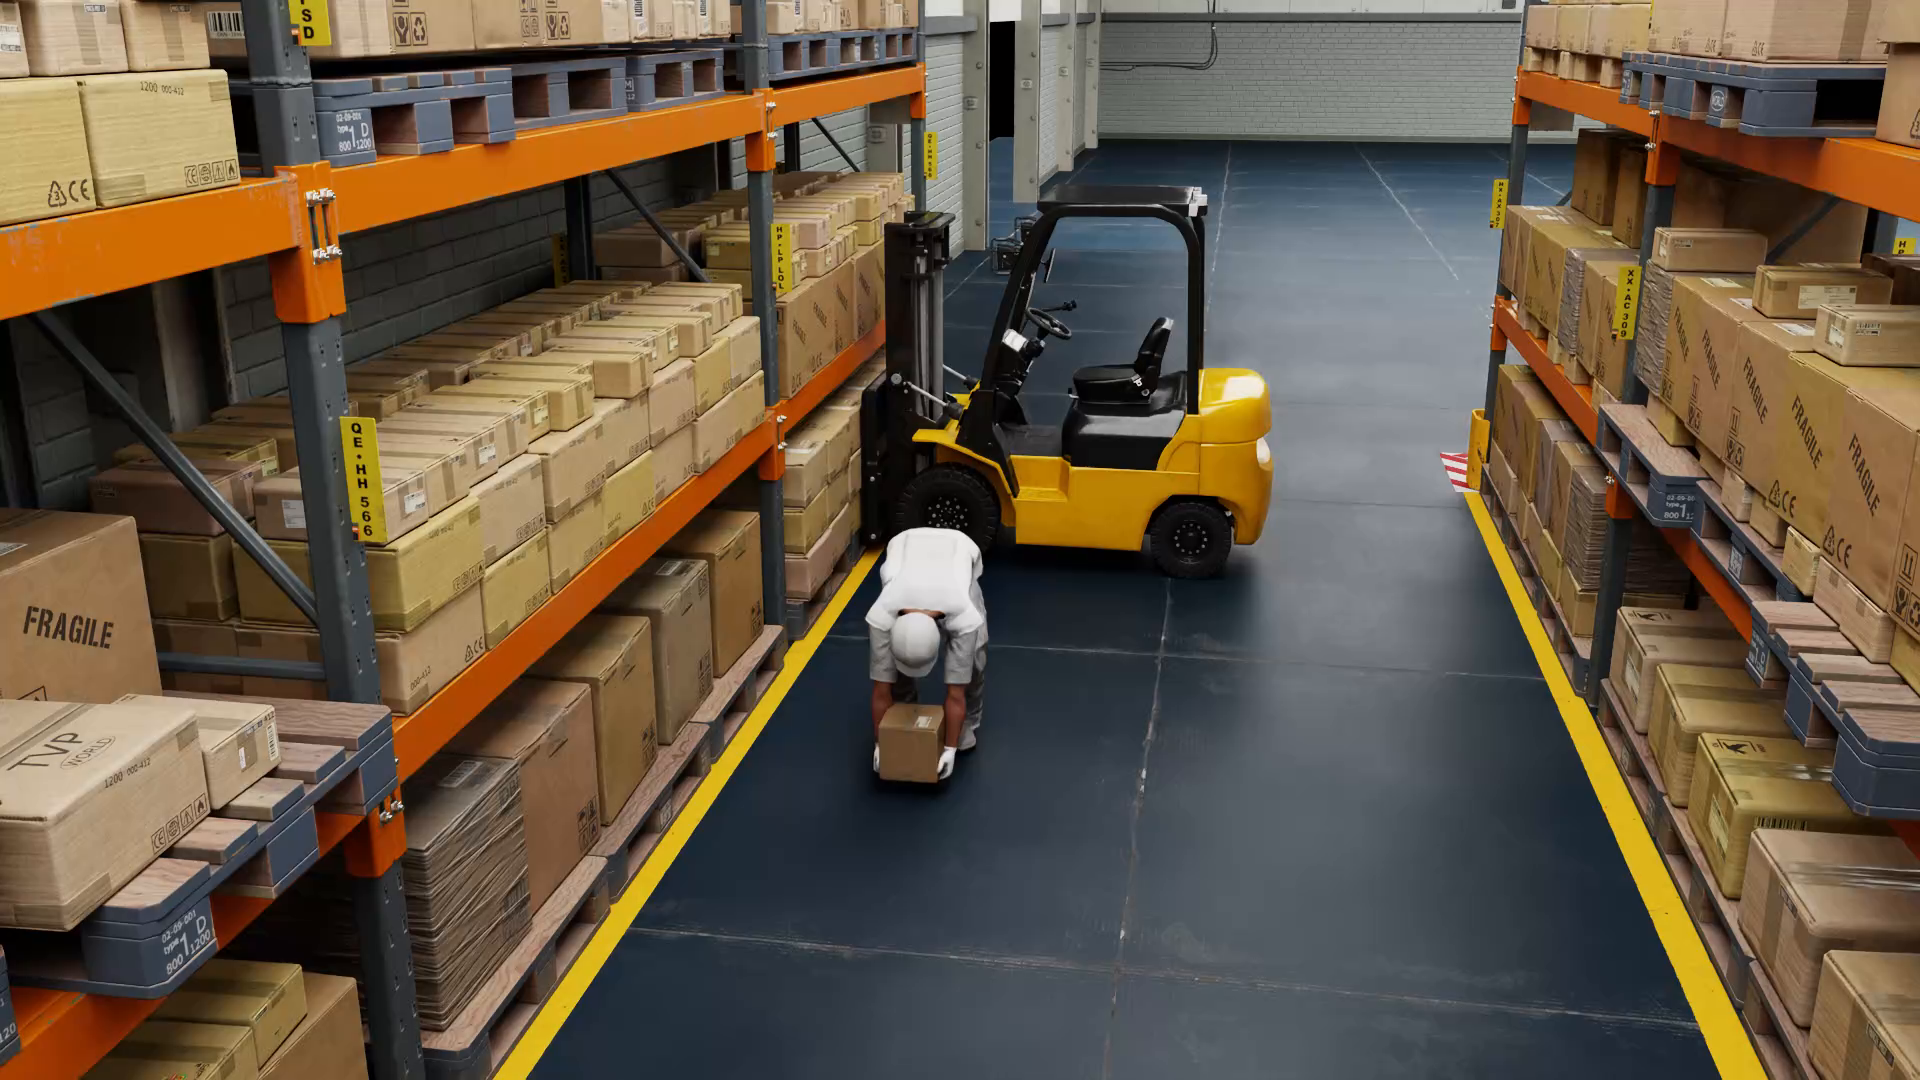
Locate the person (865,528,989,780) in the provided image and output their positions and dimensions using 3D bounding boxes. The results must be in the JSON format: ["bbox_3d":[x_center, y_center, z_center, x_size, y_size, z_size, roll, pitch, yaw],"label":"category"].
[{"bbox_3d":[-0.140,0.493,7.276,0.516,0.987,0.981,2,18,6],"label":"person"}]
